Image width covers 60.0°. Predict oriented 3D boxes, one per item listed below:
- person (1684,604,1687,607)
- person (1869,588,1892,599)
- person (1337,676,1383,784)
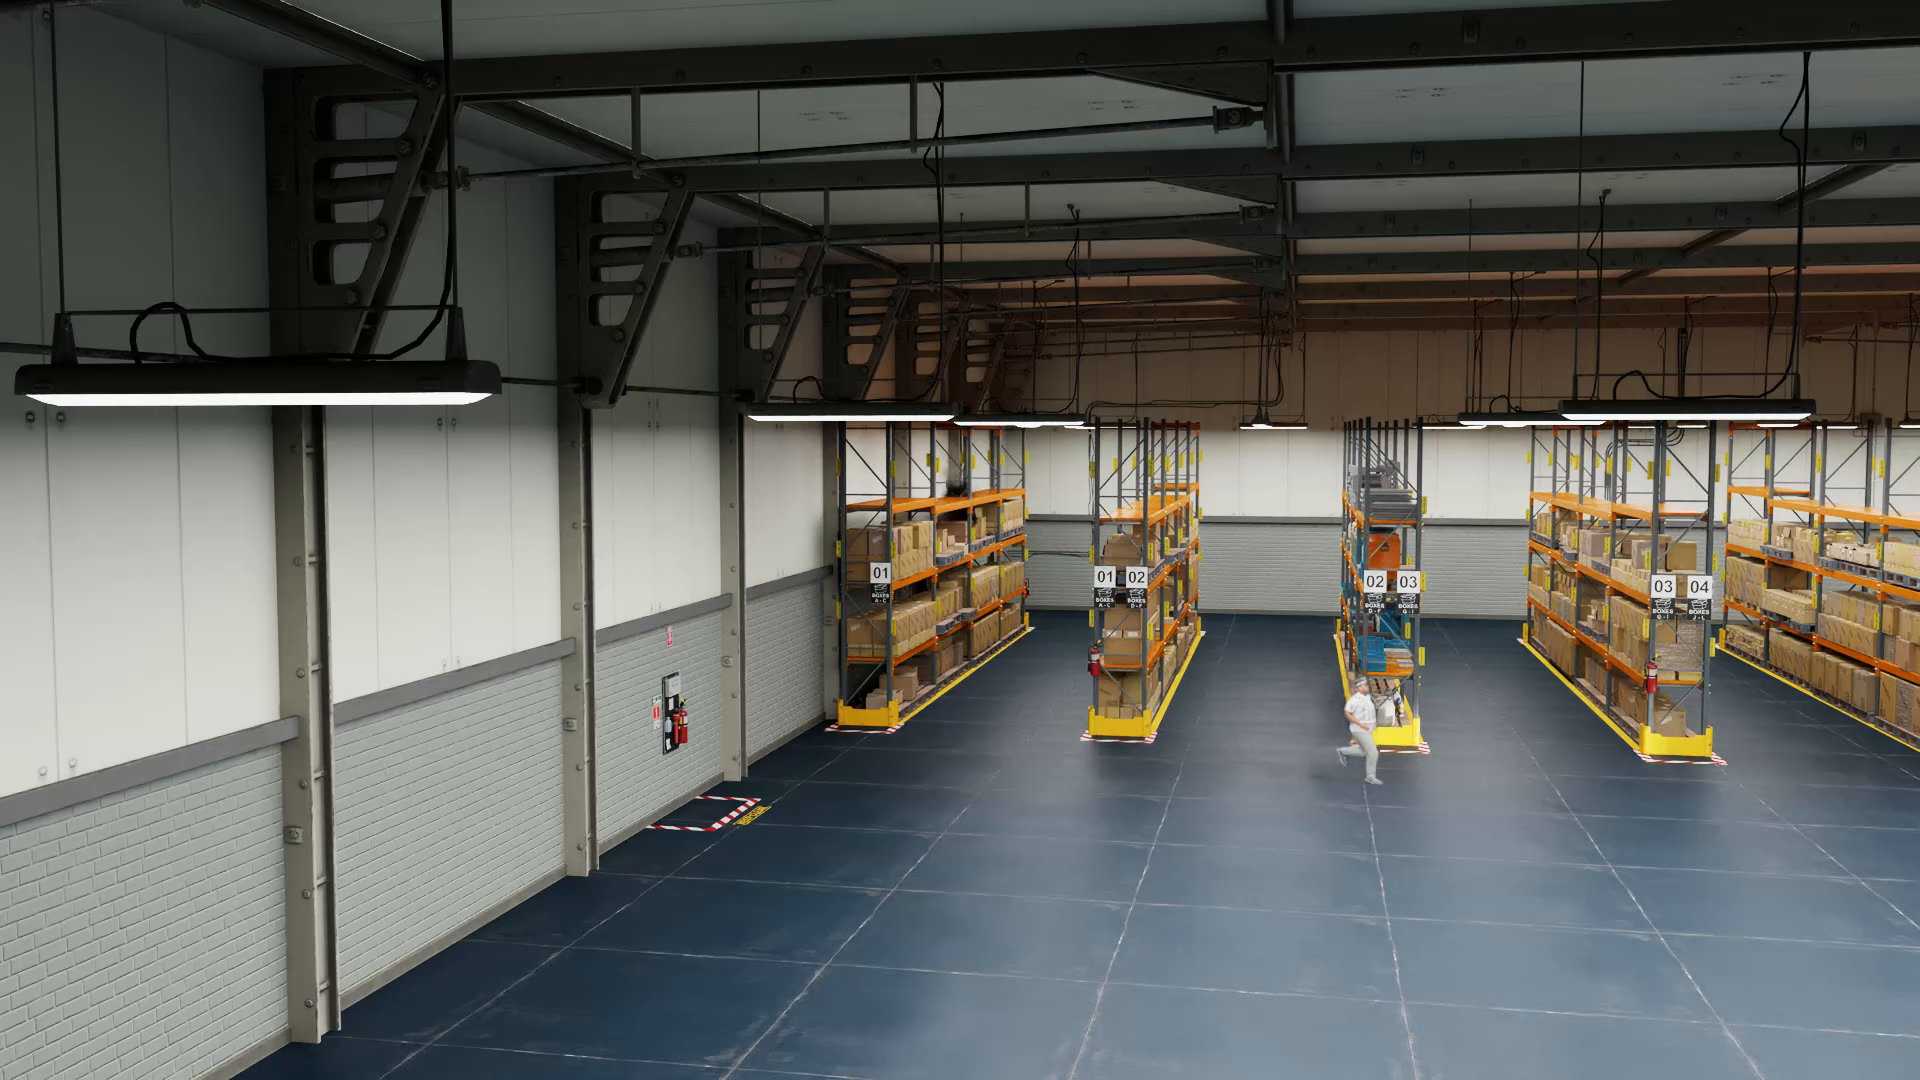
[{"bbox_3d":[18.502,2.139,41.738,0.665,1.750,0.542,1,4,11],"label":"person"},{"bbox_3d":[24.633,1.951,44.670,0.844,1.846,0.705,1,4,11],"label":"person"},{"bbox_3d":[6.574,3.106,27.283,0.825,1.764,0.667,2,4,32],"label":"person"}]
